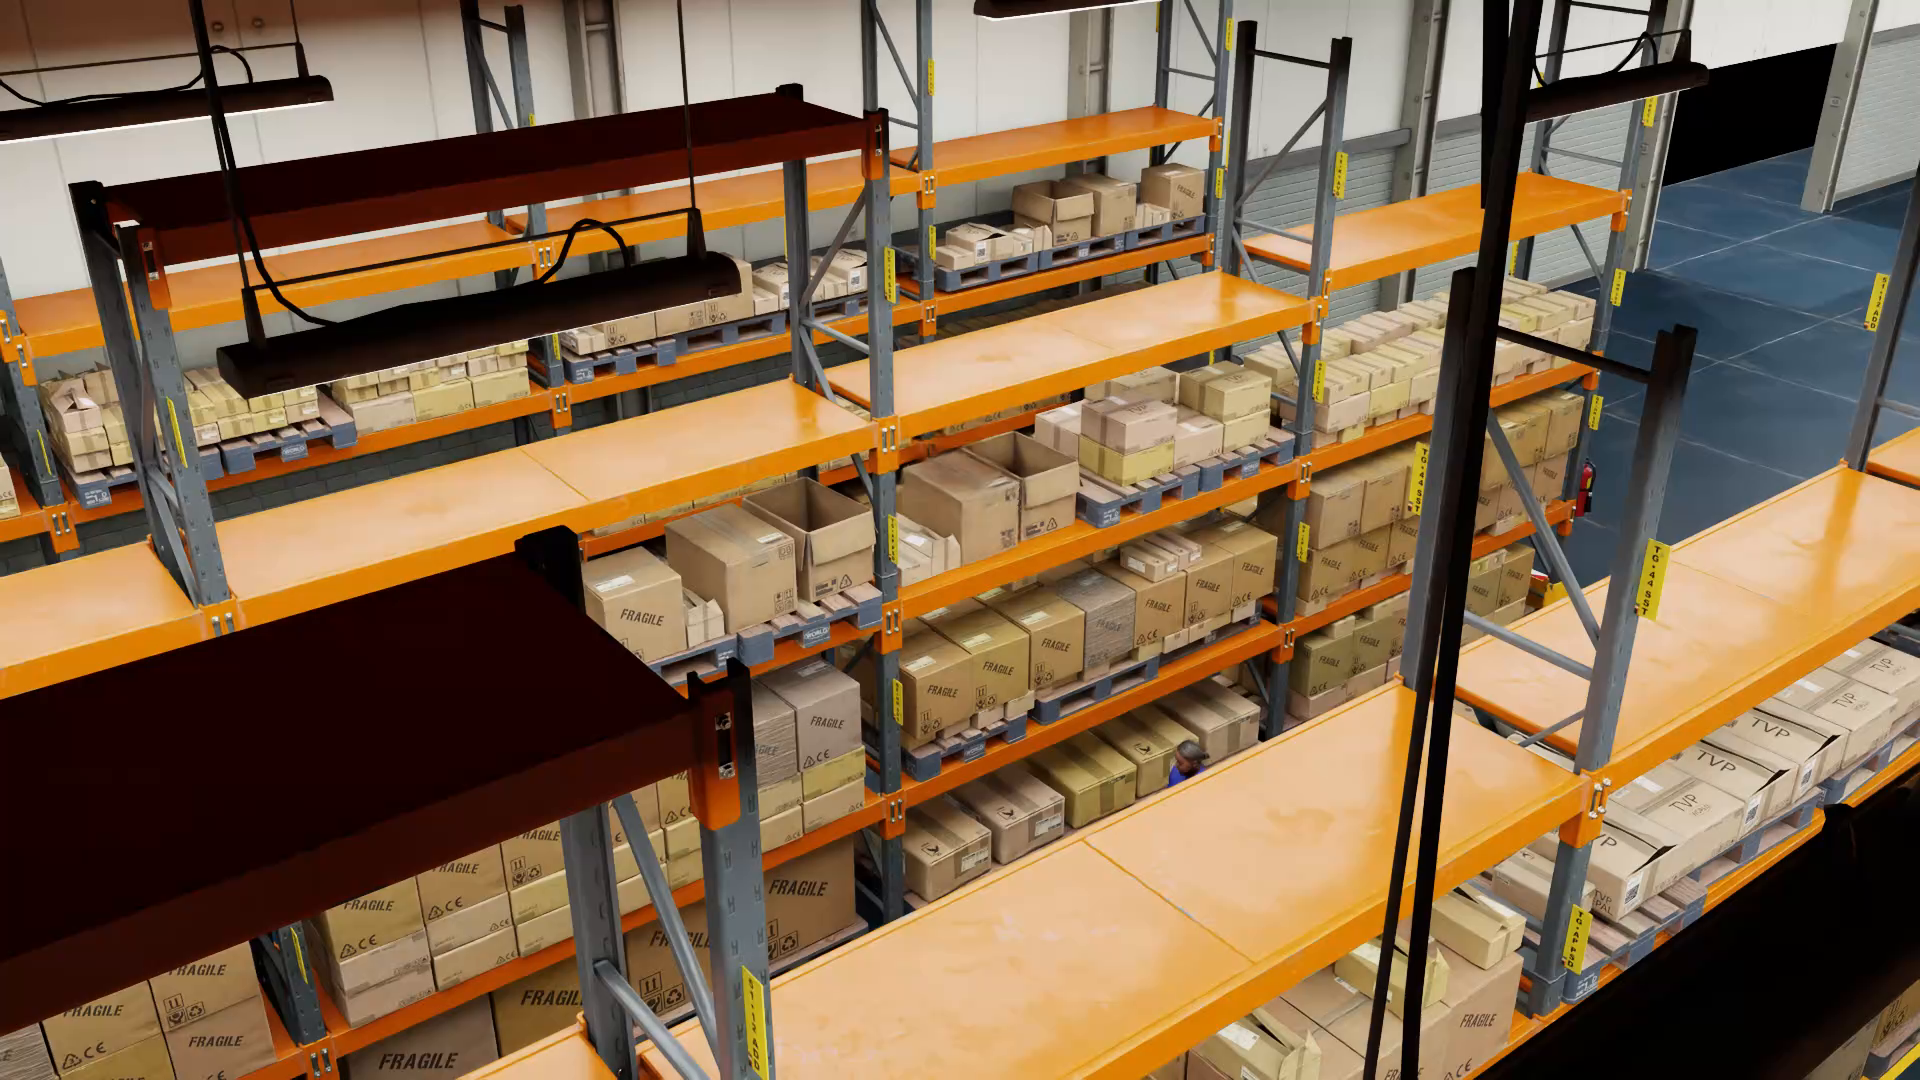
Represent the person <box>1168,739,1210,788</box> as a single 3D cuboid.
[{"bbox_3d":[1.661,2.149,11.865,0.446,1.679,0.514,-23,34,-39],"label":"person"}]
